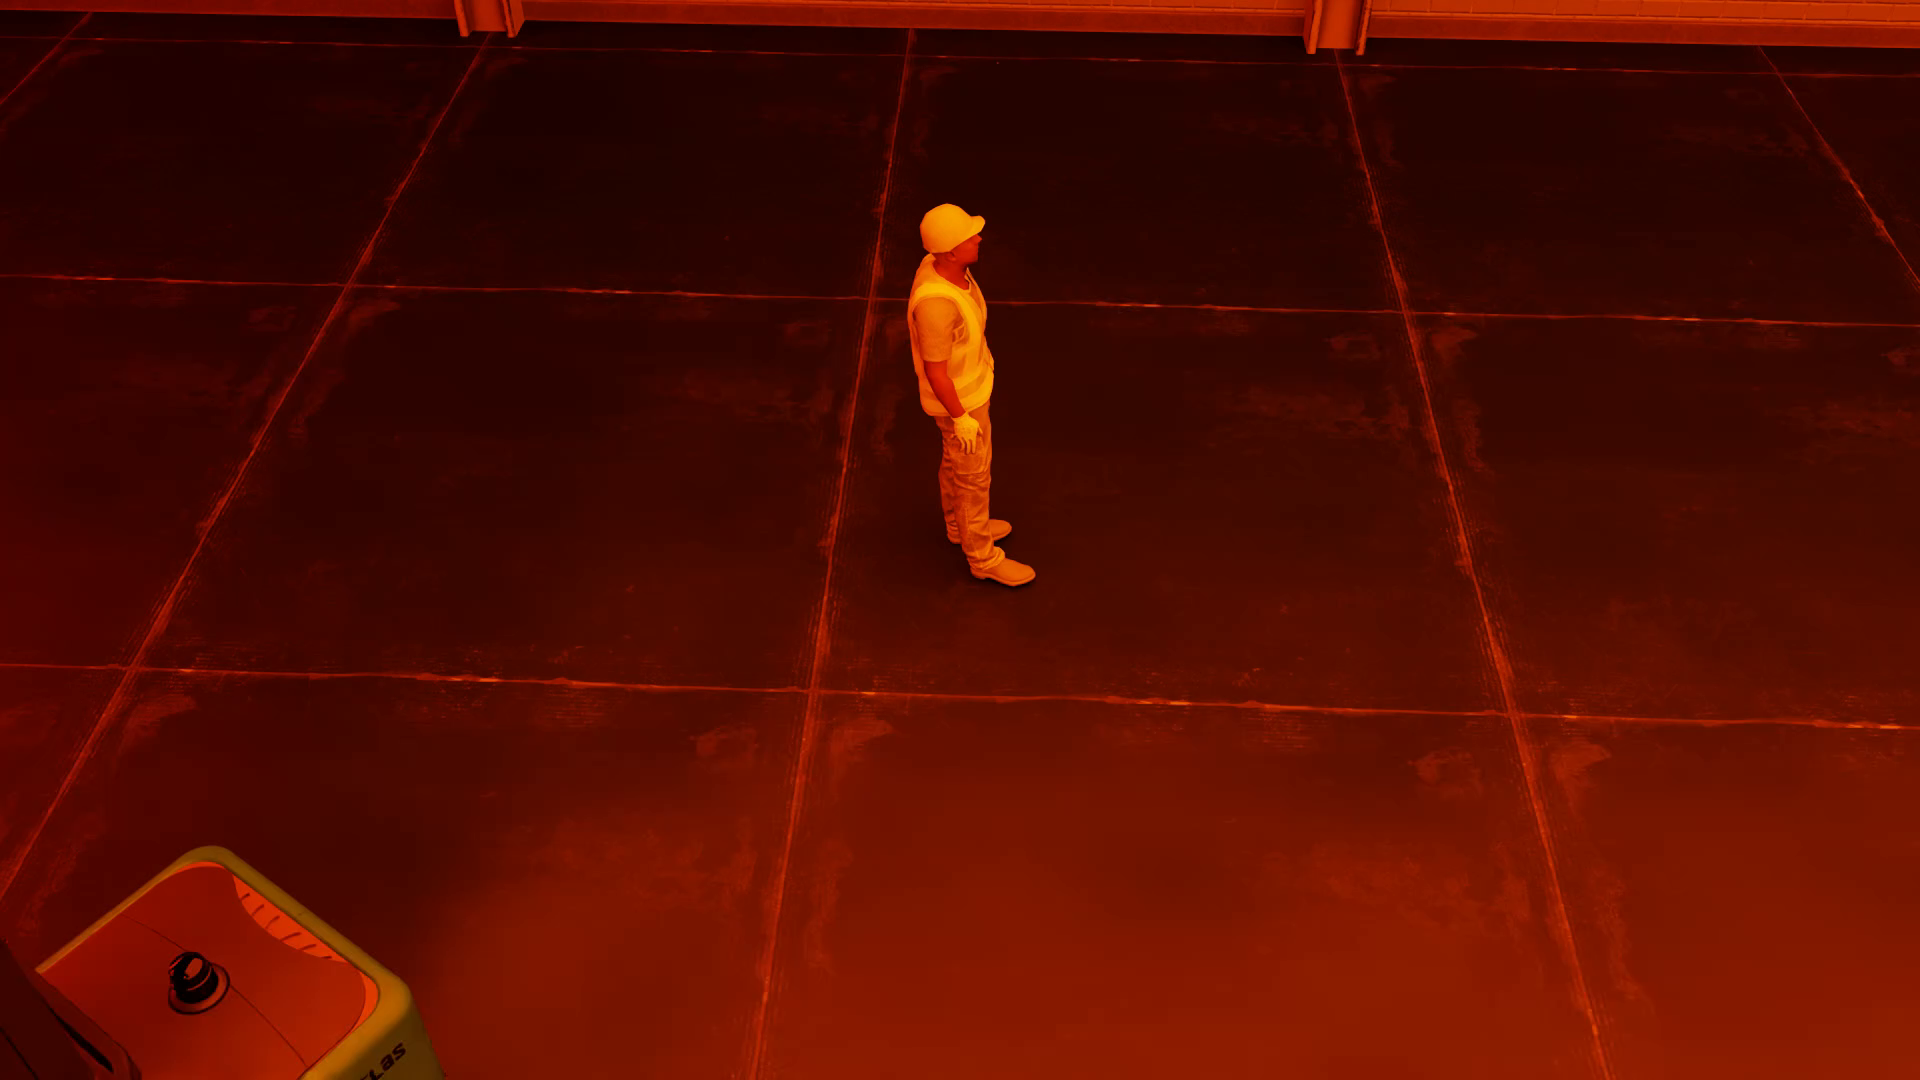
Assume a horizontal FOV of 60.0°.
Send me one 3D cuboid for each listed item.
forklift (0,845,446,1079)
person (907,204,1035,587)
[{"bbox_3d":[-2.865,1.655,3.930,1.130,2.935,3.031,26,48,25],"label":"forklift"},{"bbox_3d":[0.071,-0.656,7.301,0.577,1.782,0.656,2,42,2],"label":"person"}]
